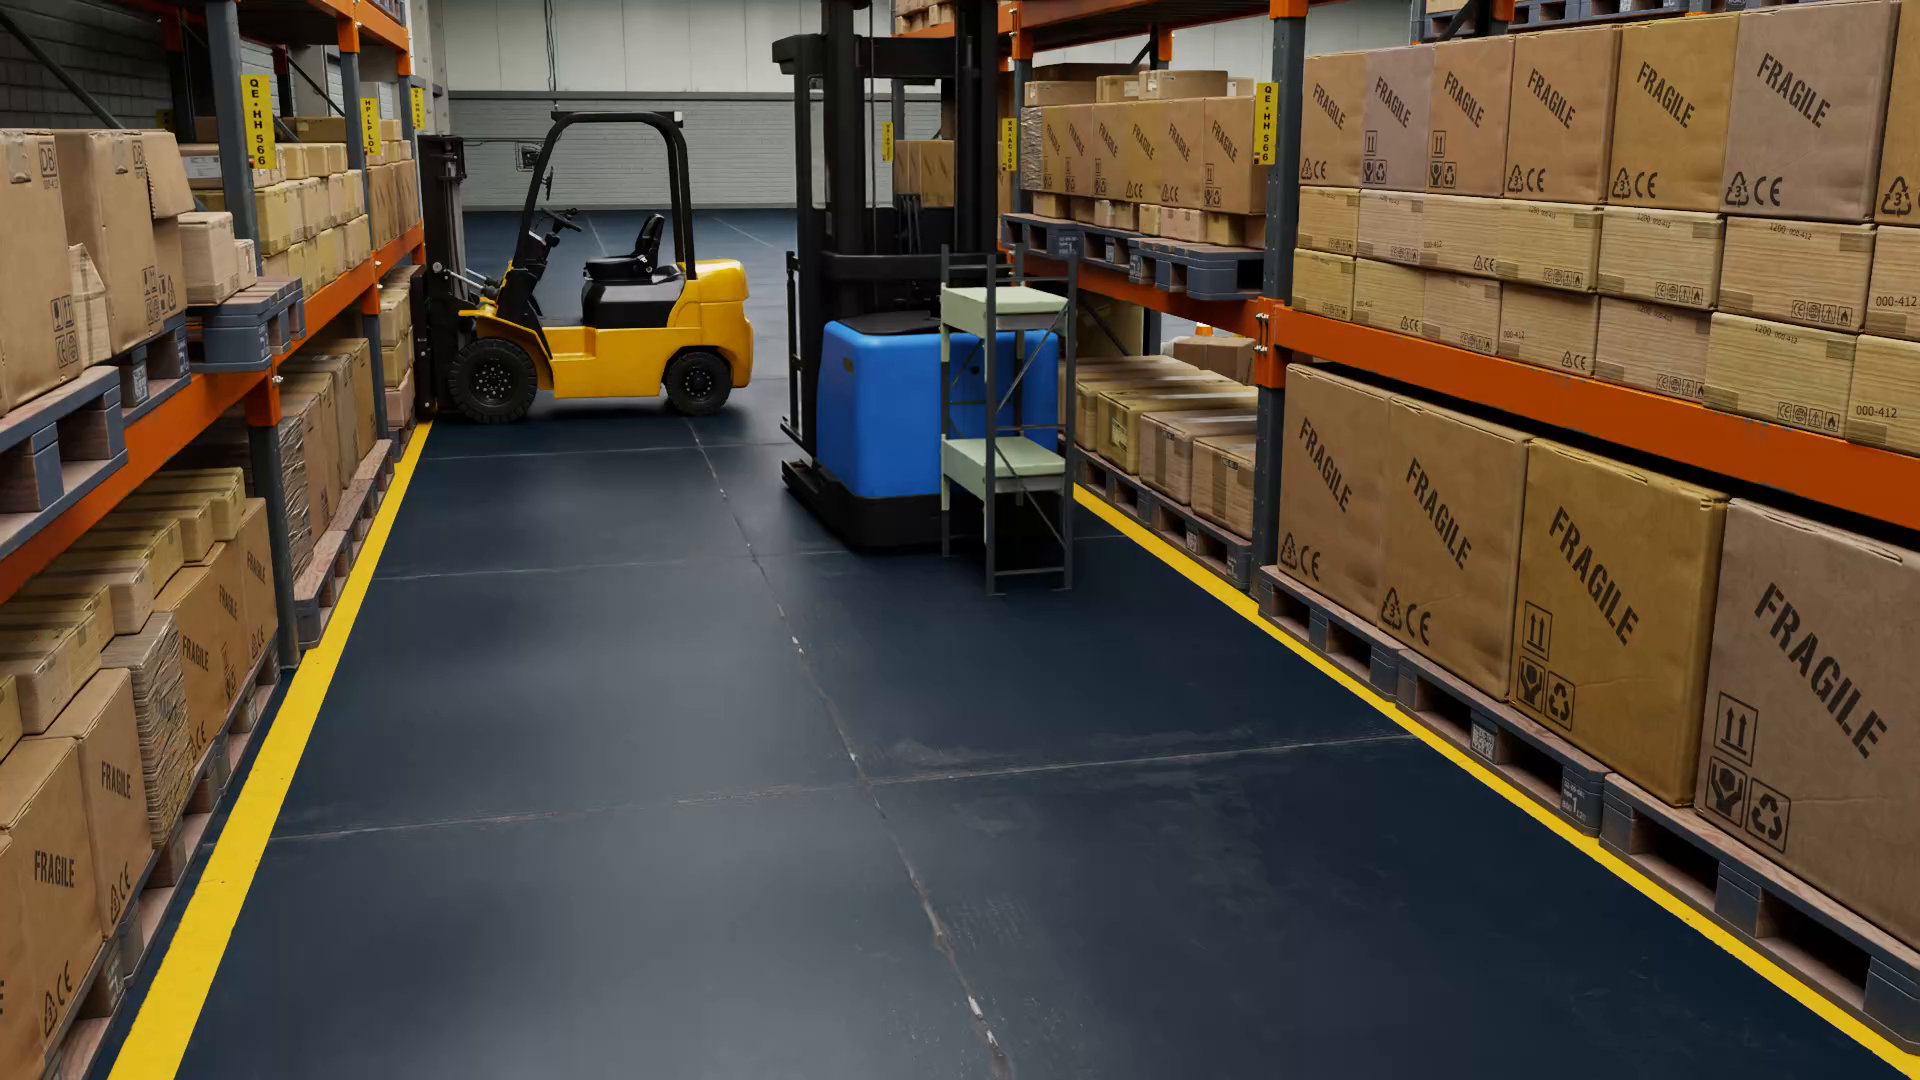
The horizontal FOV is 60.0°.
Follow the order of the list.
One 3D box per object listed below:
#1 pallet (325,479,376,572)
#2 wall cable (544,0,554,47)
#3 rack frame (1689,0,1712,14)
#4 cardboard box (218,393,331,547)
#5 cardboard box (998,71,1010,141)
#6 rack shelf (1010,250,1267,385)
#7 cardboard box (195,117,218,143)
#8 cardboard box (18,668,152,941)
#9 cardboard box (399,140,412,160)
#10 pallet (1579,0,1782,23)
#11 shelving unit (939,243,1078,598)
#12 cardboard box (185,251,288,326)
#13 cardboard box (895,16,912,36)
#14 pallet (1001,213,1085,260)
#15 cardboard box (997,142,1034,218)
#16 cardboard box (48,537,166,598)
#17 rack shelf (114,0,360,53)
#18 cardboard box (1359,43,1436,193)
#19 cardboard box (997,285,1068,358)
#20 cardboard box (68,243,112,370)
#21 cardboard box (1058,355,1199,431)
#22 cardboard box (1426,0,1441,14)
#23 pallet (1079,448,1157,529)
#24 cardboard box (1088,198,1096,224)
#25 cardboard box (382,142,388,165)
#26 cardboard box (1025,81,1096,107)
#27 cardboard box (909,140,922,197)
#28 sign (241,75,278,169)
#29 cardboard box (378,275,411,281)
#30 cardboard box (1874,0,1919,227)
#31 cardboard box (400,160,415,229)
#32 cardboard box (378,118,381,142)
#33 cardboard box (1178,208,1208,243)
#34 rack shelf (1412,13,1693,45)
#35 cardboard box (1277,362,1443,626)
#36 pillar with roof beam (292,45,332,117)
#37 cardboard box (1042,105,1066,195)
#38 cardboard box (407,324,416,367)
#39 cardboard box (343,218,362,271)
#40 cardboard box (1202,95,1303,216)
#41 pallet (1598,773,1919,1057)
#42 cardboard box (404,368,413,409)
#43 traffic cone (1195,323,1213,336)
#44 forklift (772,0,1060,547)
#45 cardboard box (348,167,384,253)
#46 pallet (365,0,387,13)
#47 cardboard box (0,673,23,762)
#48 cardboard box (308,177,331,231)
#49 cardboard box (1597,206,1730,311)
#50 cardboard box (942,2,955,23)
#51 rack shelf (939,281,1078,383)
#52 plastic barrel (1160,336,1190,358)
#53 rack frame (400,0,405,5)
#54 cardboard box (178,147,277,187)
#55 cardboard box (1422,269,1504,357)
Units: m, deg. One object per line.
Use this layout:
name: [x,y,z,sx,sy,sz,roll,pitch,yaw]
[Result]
pallet: [-3.478,-0.058,8.220,1.003,0.211,1.213,-3,14,-13]
wall cable: [-9.454,-14.259,43.730,3.097,2.526,0.112,-3,14,-13]
rack frame: [5.633,-2.439,12.091,1.000,3.000,0.127,-3,14,-13]
cardboard box: [-3.334,-0.285,7.392,0.875,0.625,0.625,-3,14,-11]
cardboard box: [0.551,-3.284,12.604,0.700,0.500,0.500,-3,14,-14]
rack shelf: [1.315,-1.329,9.063,1.077,0.370,4.000,-3,14,-13]
cardboard box: [-4.348,-2.427,9.839,0.380,0.149,0.250,-3,14,-13]
cardboard box: [-2.243,0.632,3.904,0.500,0.500,0.500,-4,14,-15]
cardboard box: [-4.476,-3.027,12.920,0.380,0.149,0.250,-3,14,-12]
pallet: [5.451,-4.043,12.520,1.003,0.211,1.213,-3,14,-13]
shelving unit: [0.207,-0.571,7.606,0.431,1.500,0.755,-4,14,-16]
cardboard box: [-2.906,-0.983,6.446,0.500,0.250,0.500,-3,14,-13]
cardboard box: [-0.332,-4.303,13.930,0.380,0.149,0.250,-3,14,-13]
pallet: [0.883,-1.862,10.134,1.003,0.211,1.213,-3,14,-13]
cardboard box: [0.499,-2.422,11.182,0.500,0.500,0.500,-4,14,-15]
cardboard box: [-2.487,0.101,4.710,0.380,0.149,0.250,-3,14,-14]
rack shelf: [-3.509,-2.509,7.571,1.077,0.370,4.000,-3,14,-13]
cardboard box: [1.788,-1.510,5.971,0.500,0.500,0.500,-3,14,-13]
cardboard box: [0.445,-1.494,11.551,0.500,0.500,0.500,-3,14,-14]
cardboard box: [-2.053,-0.498,3.542,0.396,0.266,0.258,-3,14,-10]
cardboard box: [0.971,-0.947,10.633,0.950,0.372,0.625,-3,14,-12]
cardboard box: [4.462,-4.853,15.083,0.380,0.149,0.250,-3,14,-13]
pallet: [1.319,-0.324,9.308,1.003,0.211,1.213,-3,14,-13]
cardboard box: [0.935,-1.839,9.278,0.380,0.149,0.250,-3,14,-13]
cardboard box: [-3.995,-2.554,10.984,0.380,0.149,0.250,-3,14,-14]
cardboard box: [0.612,-2.724,10.167,0.380,0.149,0.250,-3,14,-13]
cardboard box: [-0.128,-3.012,13.597,0.500,0.500,0.500,-3,14,-11]
sign: [-2.514,-1.496,5.958,0.100,0.325,0.005,-3,14,-13]
cardboard box: [-4.253,-1.817,12.346,0.500,0.250,0.500,-3,14,-12]
cardboard box: [2.375,-0.918,3.546,0.500,0.500,0.500,-3,14,-11]
cardboard box: [-4.435,-2.615,12.599,0.500,0.500,0.500,-3,14,-11]
cardboard box: [-3.944,-2.639,10.706,0.380,0.149,0.250,-3,14,-12]
cardboard box: [1.243,-1.475,7.789,0.380,0.149,0.250,-3,14,-14]
rack shelf: [5.163,-4.008,13.709,1.077,0.370,4.000,-3,14,-13]
cardboard box: [1.866,-0.225,6.620,0.875,0.875,0.875,-3,14,-14]
pillar with roof beam: [-2.856,-7.113,18.580,9.100,9.000,0.400,-3,14,-13]
cardboard box: [0.795,-2.297,9.788,0.500,0.500,0.500,-3,14,-13]
cardboard box: [-4.020,-1.335,11.427,0.500,0.250,0.500,-3,14,-14]
cardboard box: [-3.483,-1.572,8.858,0.500,0.250,0.500,-3,14,-14]
cardboard box: [1.407,-1.704,7.358,0.500,0.500,0.500,-4,14,-15]
pallet: [2.469,0.886,4.354,1.003,0.211,1.213,-3,14,-13]
cardboard box: [-3.905,-0.977,11.015,0.500,0.250,0.500,-4,14,-14]
traffic cone: [2.260,-1.943,15.407,0.336,0.463,0.334,-3,14,-13]
forklift: [-0.402,-1.695,9.189,1.130,2.935,3.031,-4,14,-16]
cardboard box: [-3.829,-2.028,10.197,0.500,0.500,0.500,-4,14,-15]
pallet: [-4.487,-3.753,11.334,1.003,0.211,1.213,-3,14,-13]
cardboard box: [-2.215,0.400,3.485,0.380,0.149,0.250,-4,14,-14]
cardboard box: [-3.273,-1.579,7.834,0.500,0.250,0.500,-3,14,-12]
cardboard box: [2.132,-0.787,4.589,0.500,0.250,0.500,-3,14,-12]
cardboard box: [0.077,-3.947,12.471,0.380,0.149,0.250,-4,14,-15]
rack shelf: [0.207,-0.951,7.513,0.431,0.370,0.720,-4,14,-16]
plastic barrel: [1.862,-1.419,13.344,0.512,0.421,0.421,7,15,26]
rack frame: [-4.918,-5.700,12.795,1.000,3.000,0.127,-3,14,-13]
cardboard box: [-2.892,-1.455,6.484,0.380,0.149,0.250,-3,14,-12]
cardboard box: [1.910,-0.779,5.610,0.500,0.250,0.500,-3,14,-11]
